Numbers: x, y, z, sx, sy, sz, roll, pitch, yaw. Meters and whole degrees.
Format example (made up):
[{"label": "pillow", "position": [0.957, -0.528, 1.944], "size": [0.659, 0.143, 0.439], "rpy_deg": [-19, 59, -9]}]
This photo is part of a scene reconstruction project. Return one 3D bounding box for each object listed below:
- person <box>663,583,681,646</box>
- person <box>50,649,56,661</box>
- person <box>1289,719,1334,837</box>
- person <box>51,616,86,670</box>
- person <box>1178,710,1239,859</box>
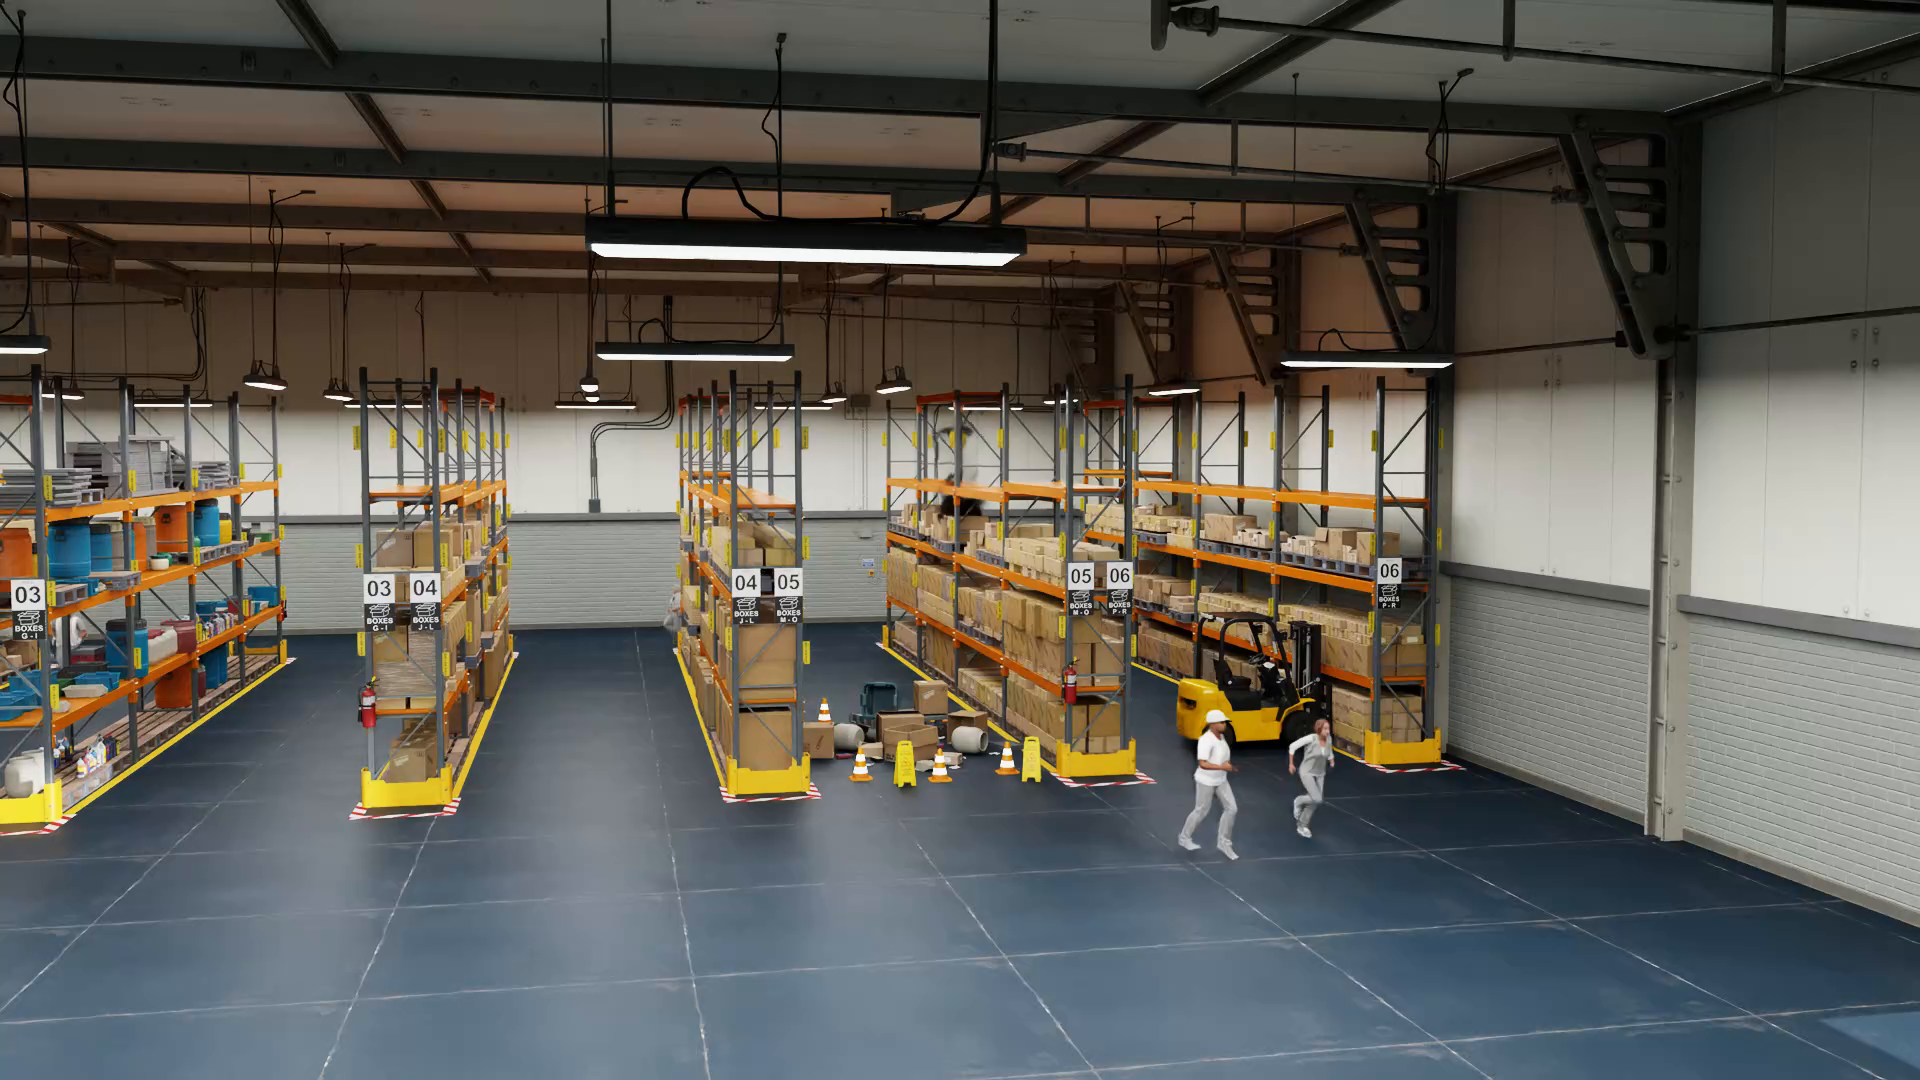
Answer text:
[{"label": "person", "position": [-6.868, 1.815, 40.430], "size": [0.638, 1.569, 0.781], "rpy_deg": [-2, 4, -24]}, {"label": "person", "position": [-20.874, 1.862, 37.594], "size": [0.911, 1.775, 0.712], "rpy_deg": [0, 3, -1]}, {"label": "person", "position": [4.476, 3.055, 21.027], "size": [0.525, 1.423, 0.658], "rpy_deg": [-2, 4, -30]}, {"label": "person", "position": [-17.988, 2.143, 33.518], "size": [0.681, 1.759, 0.778], "rpy_deg": [-1, 4, -16]}, {"label": "person", "position": [3.018, 2.936, 19.980], "size": [0.826, 1.813, 0.629], "rpy_deg": [3, 4, 40]}]
